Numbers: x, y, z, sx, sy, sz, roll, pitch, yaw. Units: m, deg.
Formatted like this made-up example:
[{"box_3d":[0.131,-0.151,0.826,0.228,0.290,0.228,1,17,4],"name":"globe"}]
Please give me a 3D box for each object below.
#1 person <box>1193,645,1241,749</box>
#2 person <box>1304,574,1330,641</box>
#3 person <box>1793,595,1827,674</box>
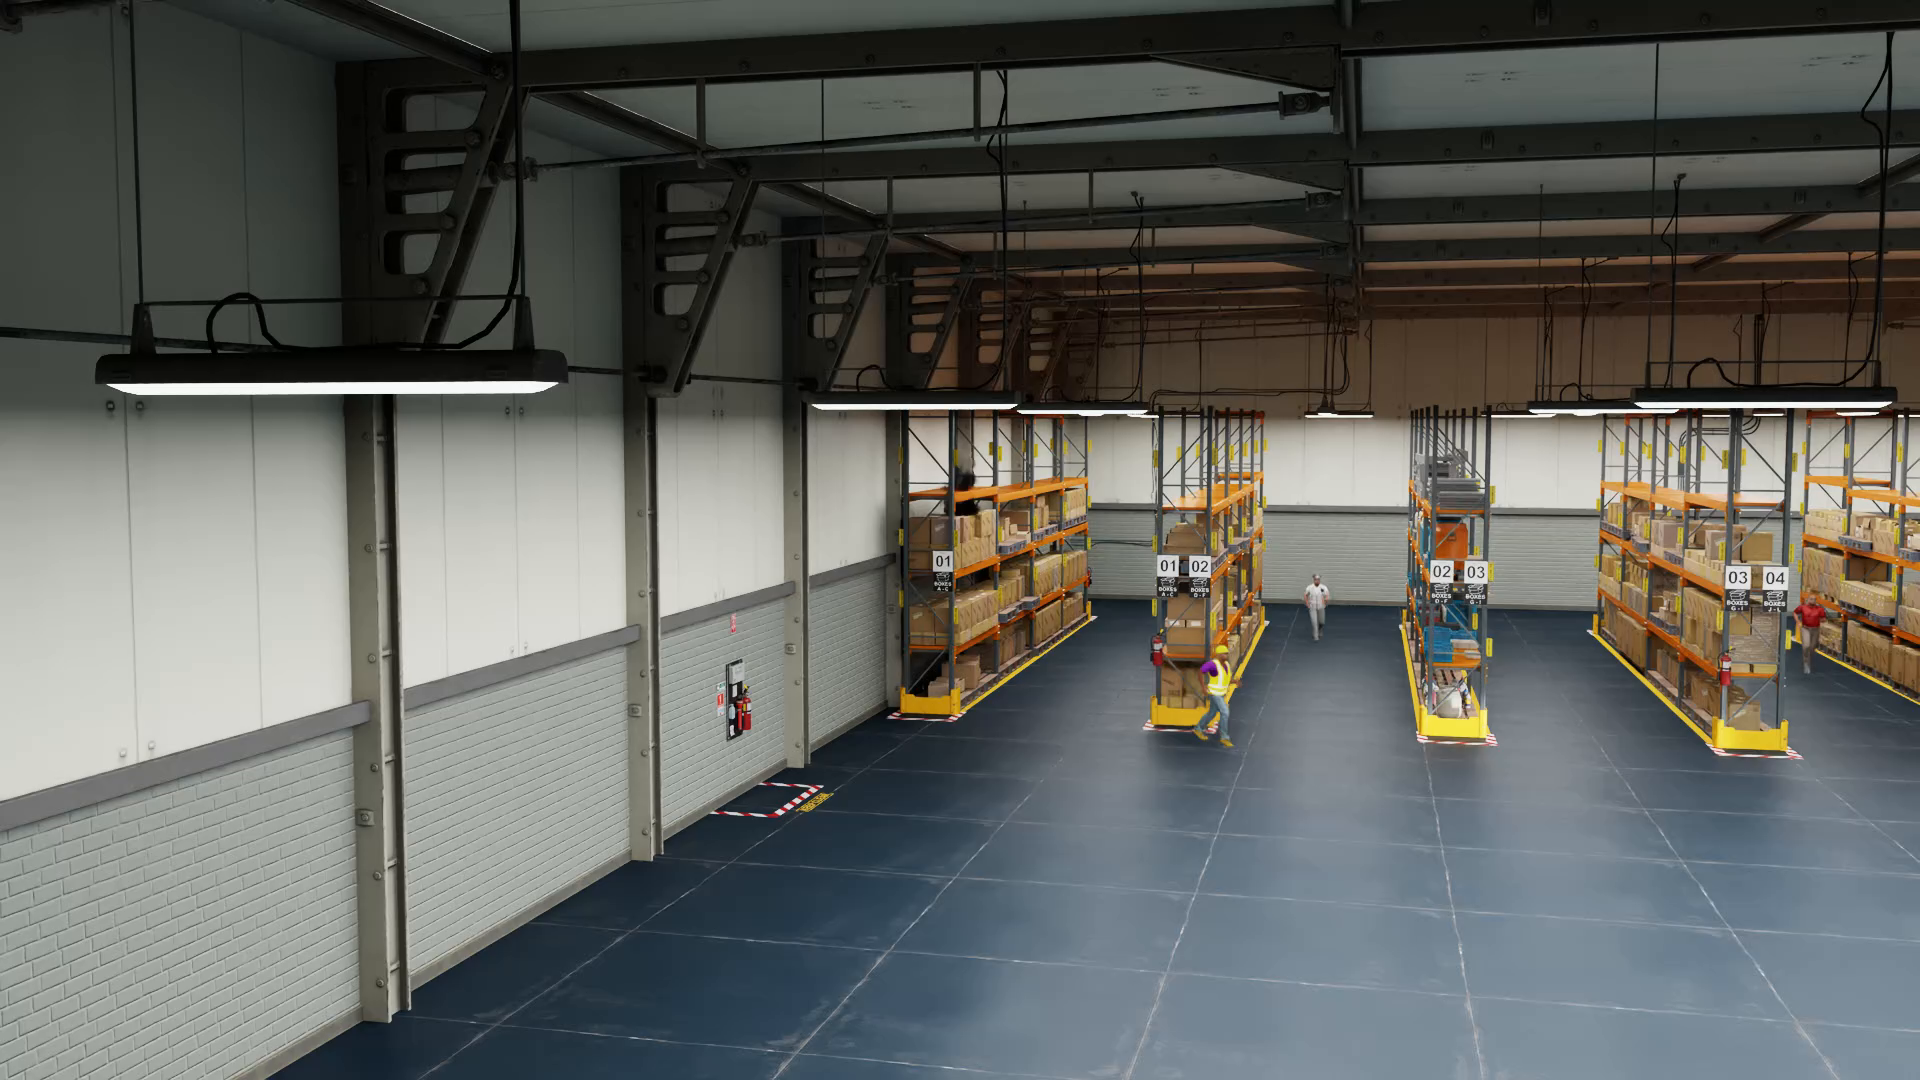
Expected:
[{"box_3d":[4.518,2.744,29.363,0.915,1.802,0.614,3,5,34],"name":"person"},{"box_3d":[9.294,1.744,43.330,0.656,1.740,0.644,1,4,9],"name":"person"},{"box_3d":[19.445,2.140,38.022,0.647,1.793,0.831,1,4,11],"name":"person"}]
